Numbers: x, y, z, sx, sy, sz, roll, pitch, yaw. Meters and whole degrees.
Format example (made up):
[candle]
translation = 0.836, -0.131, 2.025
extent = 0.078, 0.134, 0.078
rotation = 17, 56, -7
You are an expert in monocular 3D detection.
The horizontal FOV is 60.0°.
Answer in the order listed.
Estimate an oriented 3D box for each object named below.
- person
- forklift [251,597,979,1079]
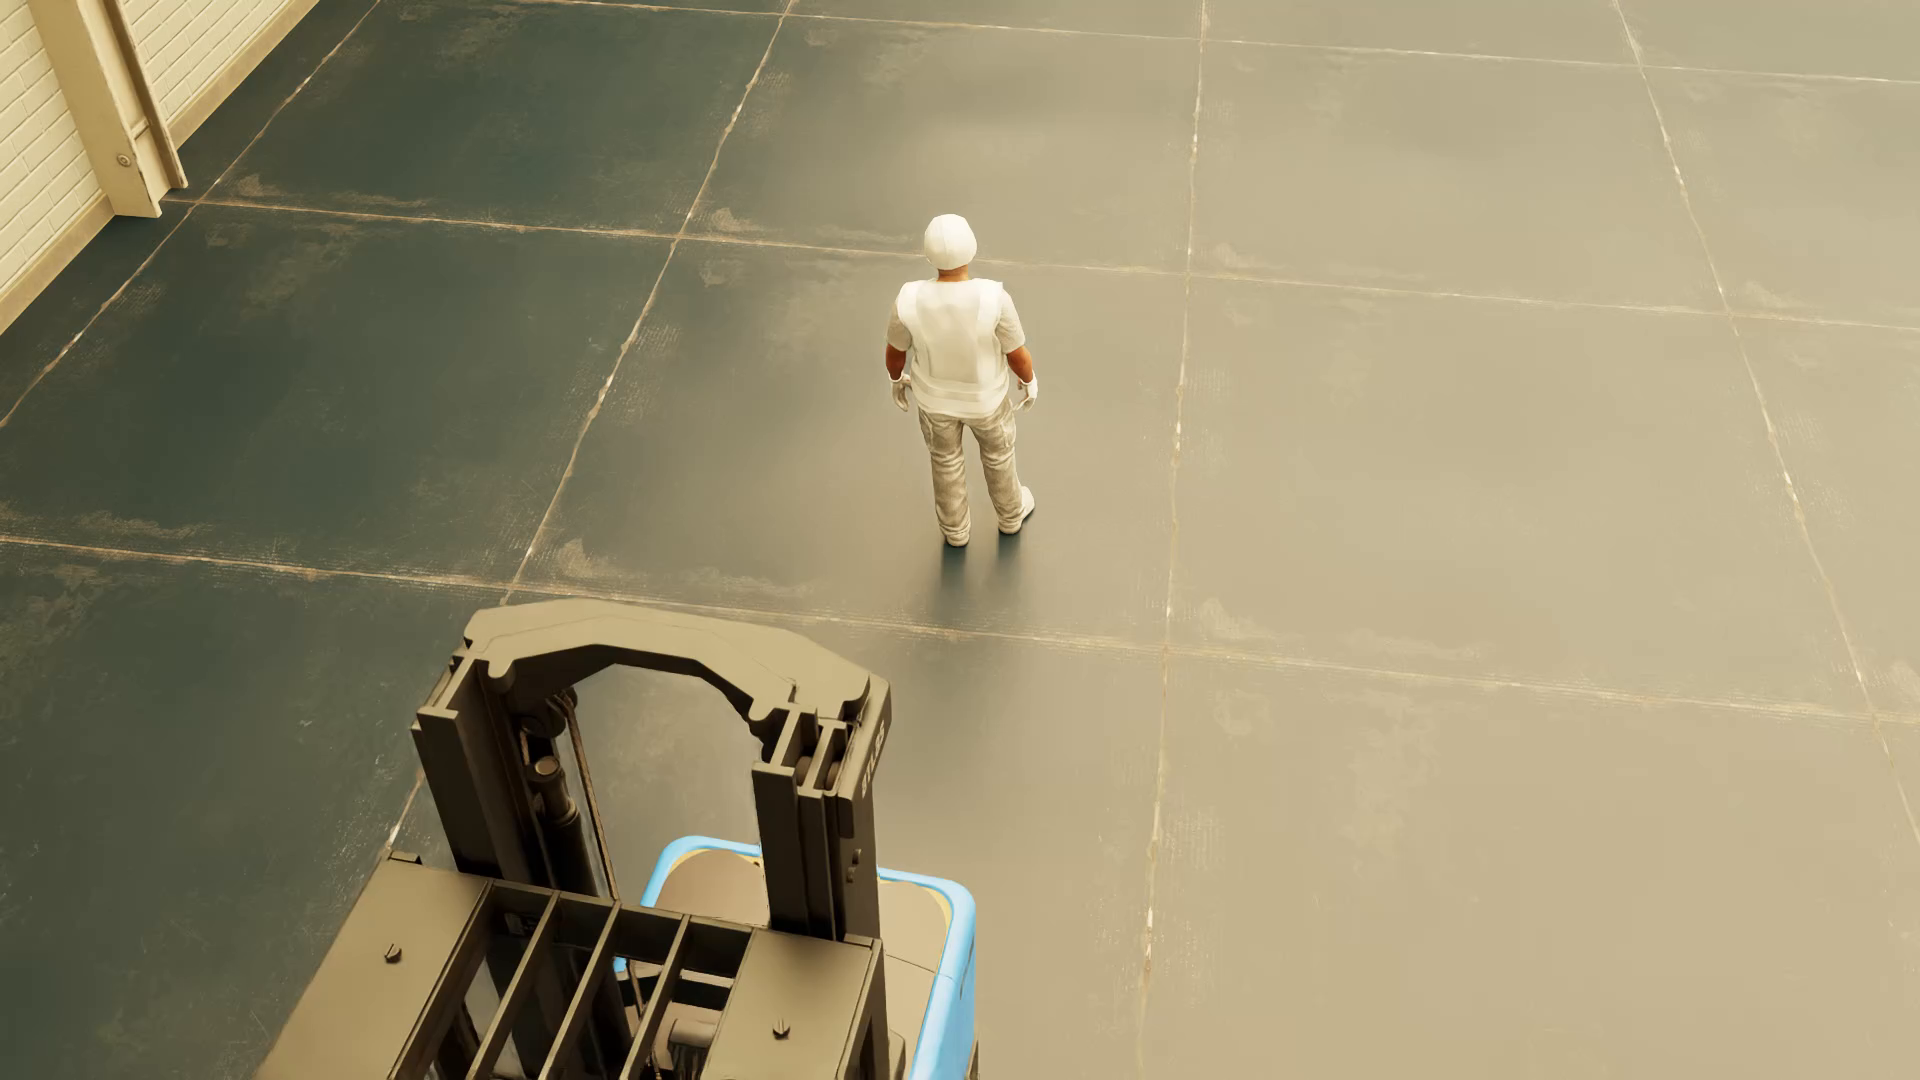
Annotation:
[person]
translation = 0.018, -0.709, 7.334
extent = 0.656, 1.782, 0.577
rotation = 5, 43, 6
[forklift]
translation = -0.748, 1.685, 3.890
extent = 1.130, 2.935, 3.031
rotation = 8, 43, 9
